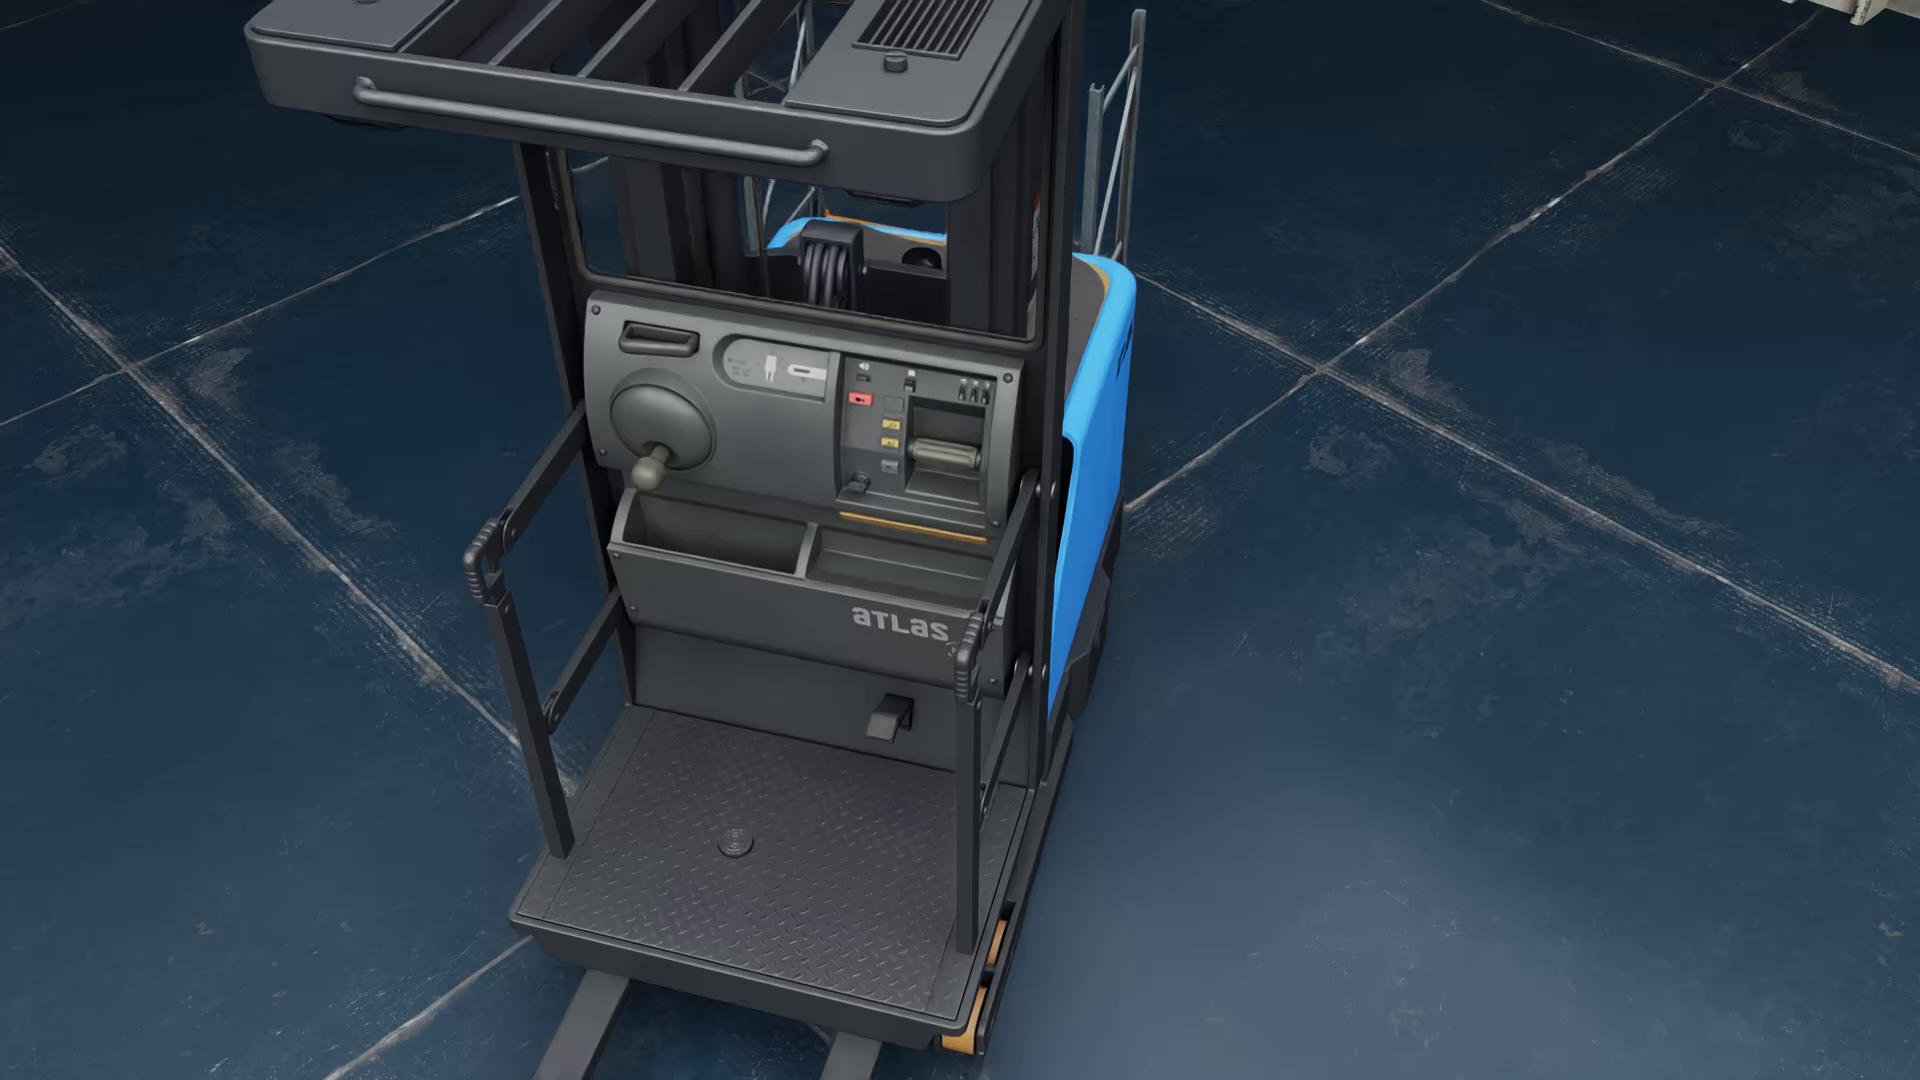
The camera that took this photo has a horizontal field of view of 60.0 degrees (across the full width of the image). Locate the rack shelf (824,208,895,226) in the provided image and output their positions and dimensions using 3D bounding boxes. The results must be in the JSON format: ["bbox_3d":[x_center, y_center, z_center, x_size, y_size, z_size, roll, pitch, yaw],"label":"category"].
[{"bbox_3d":[-0.055,-0.748,5.219,1.000,0.185,0.538,13,44,14],"label":"rack shelf"}]

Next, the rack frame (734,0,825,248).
[{"bbox_3d":[-0.537,-0.989,5.216,0.032,1.500,0.500,13,44,14],"label":"rack frame"}]

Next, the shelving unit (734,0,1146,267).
[{"bbox_3d":[-0.046,-0.878,5.095,1.083,1.500,0.587,13,44,14],"label":"shelving unit"}]

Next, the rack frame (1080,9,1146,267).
[{"bbox_3d":[0.427,-0.770,4.978,0.032,1.500,0.500,13,44,14],"label":"rack frame"}]

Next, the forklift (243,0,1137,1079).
[{"bbox_3d":[-0.391,-0.166,3.270,1.130,2.935,3.031,11,44,11],"label":"forklift"}]
